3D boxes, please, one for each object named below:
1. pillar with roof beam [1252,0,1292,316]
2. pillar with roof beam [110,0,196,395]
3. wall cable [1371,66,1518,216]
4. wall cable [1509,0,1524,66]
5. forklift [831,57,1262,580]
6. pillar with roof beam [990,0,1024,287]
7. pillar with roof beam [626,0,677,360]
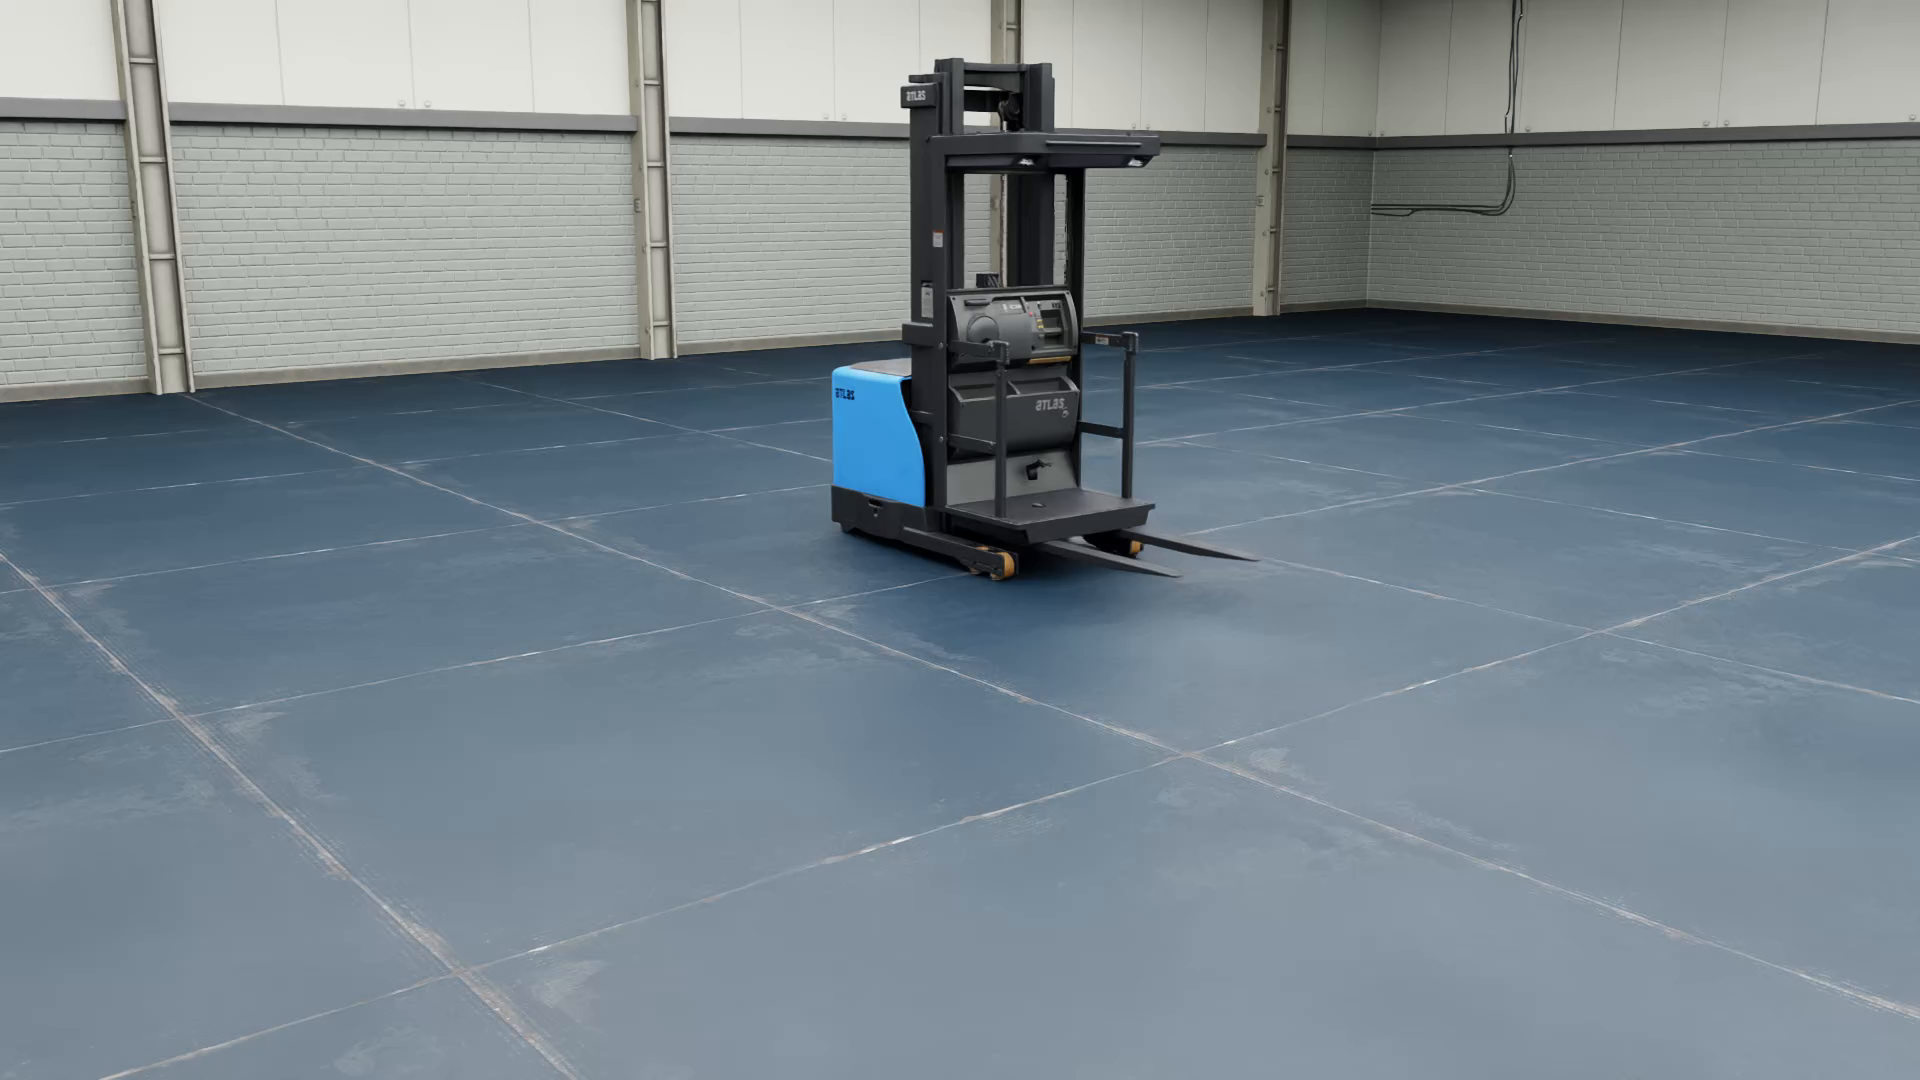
[{"bbox_3d":[8.078,-7.669,25.079,0.400,9.000,9.100,-9,15,-38],"label":"pillar with roof beam"},{"bbox_3d":[-5.977,-5.333,14.080,0.400,9.000,9.100,-9,15,-38],"label":"pillar with roof beam"},{"bbox_3d":[8.515,-7.016,29.480,0.112,2.526,3.097,-9,15,-38],"label":"wall cable"},{"bbox_3d":[10.205,-9.048,26.889,0.112,2.526,3.097,-9,15,-38],"label":"wall cable"},{"bbox_3d":[0.459,-1.317,9.774,1.130,2.935,3.031,-9,15,-37],"label":"forklift"},{"bbox_3d":[3.393,-6.890,21.413,0.400,9.000,9.100,-9,15,-38],"label":"pillar with roof beam"},{"bbox_3d":[-1.292,-6.112,17.746,0.400,9.000,9.100,-9,15,-38],"label":"pillar with roof beam"}]
